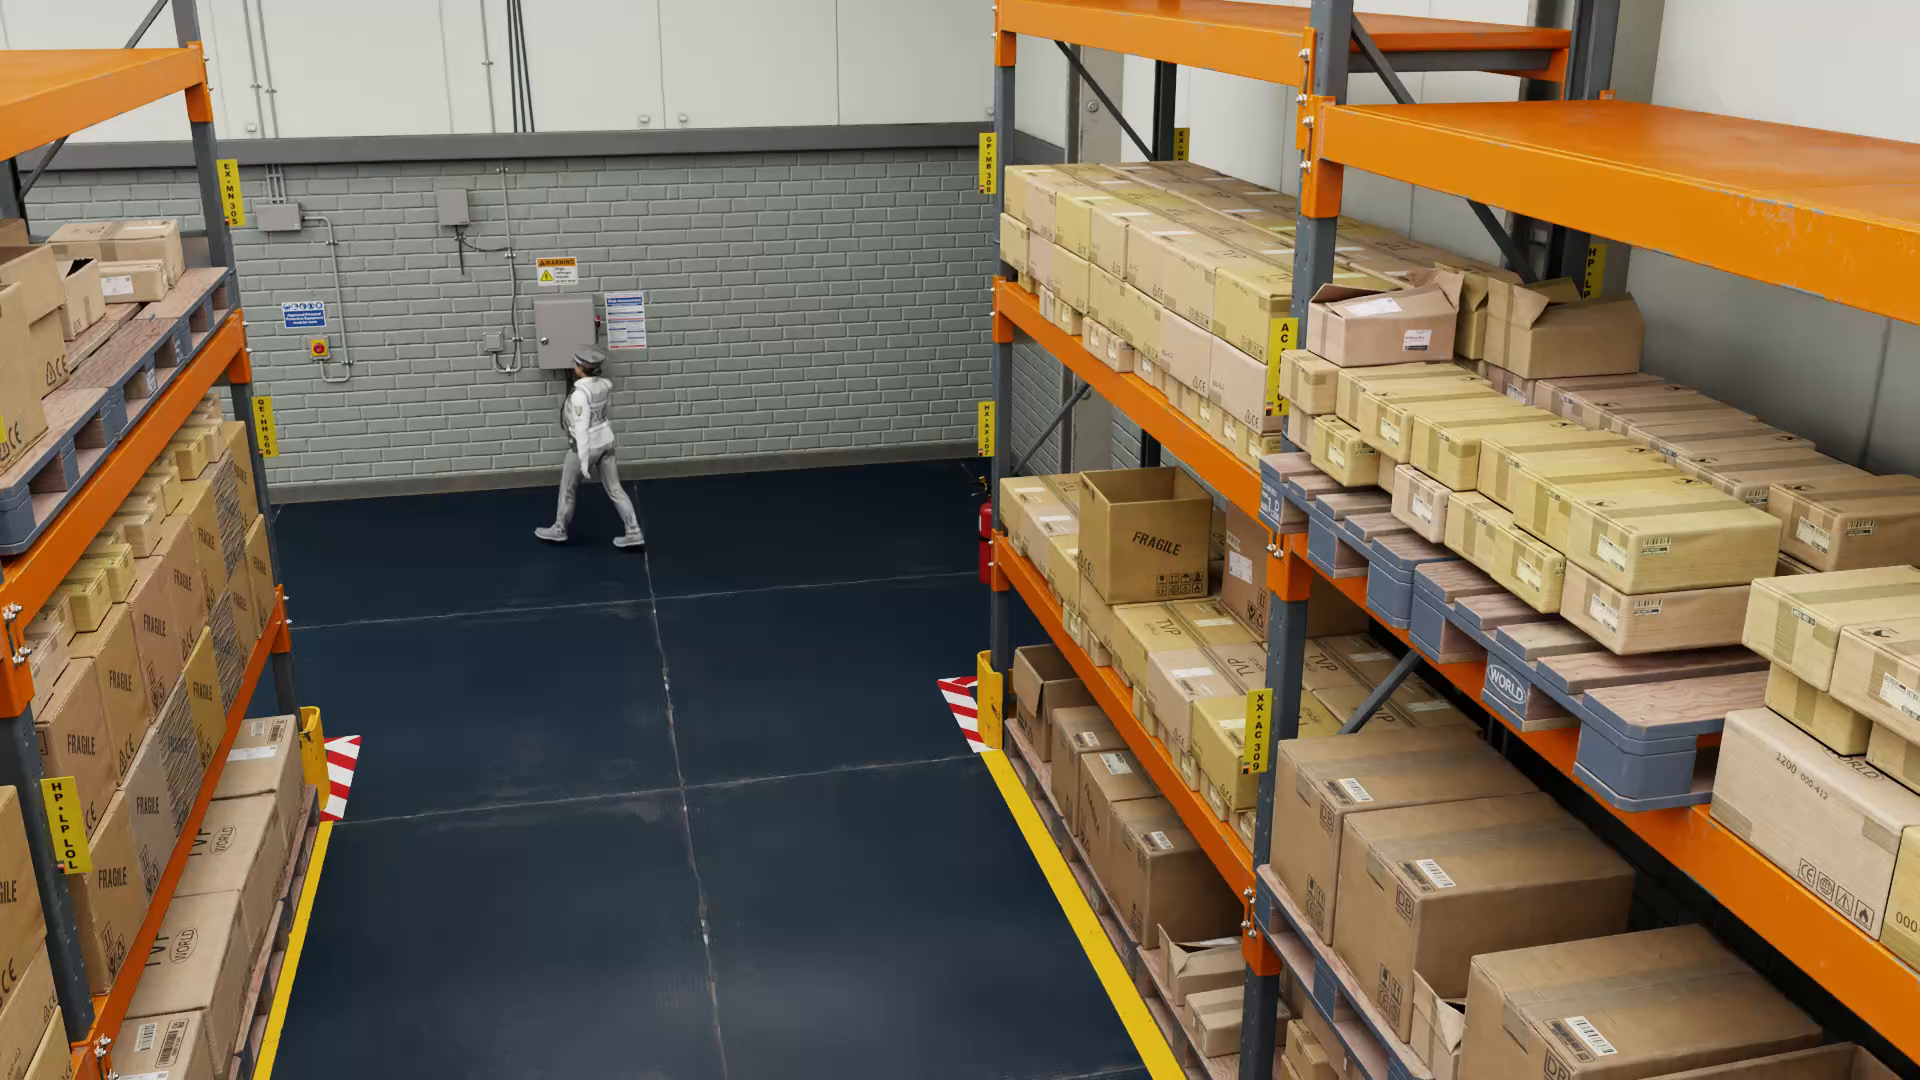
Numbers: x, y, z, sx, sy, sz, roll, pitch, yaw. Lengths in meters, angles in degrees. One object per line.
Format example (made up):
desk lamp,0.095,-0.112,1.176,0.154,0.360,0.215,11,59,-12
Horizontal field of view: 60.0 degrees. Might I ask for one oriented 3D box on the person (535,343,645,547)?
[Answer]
person,-2.944,-0.759,13.125,0.976,1.632,0.501,10,22,26
